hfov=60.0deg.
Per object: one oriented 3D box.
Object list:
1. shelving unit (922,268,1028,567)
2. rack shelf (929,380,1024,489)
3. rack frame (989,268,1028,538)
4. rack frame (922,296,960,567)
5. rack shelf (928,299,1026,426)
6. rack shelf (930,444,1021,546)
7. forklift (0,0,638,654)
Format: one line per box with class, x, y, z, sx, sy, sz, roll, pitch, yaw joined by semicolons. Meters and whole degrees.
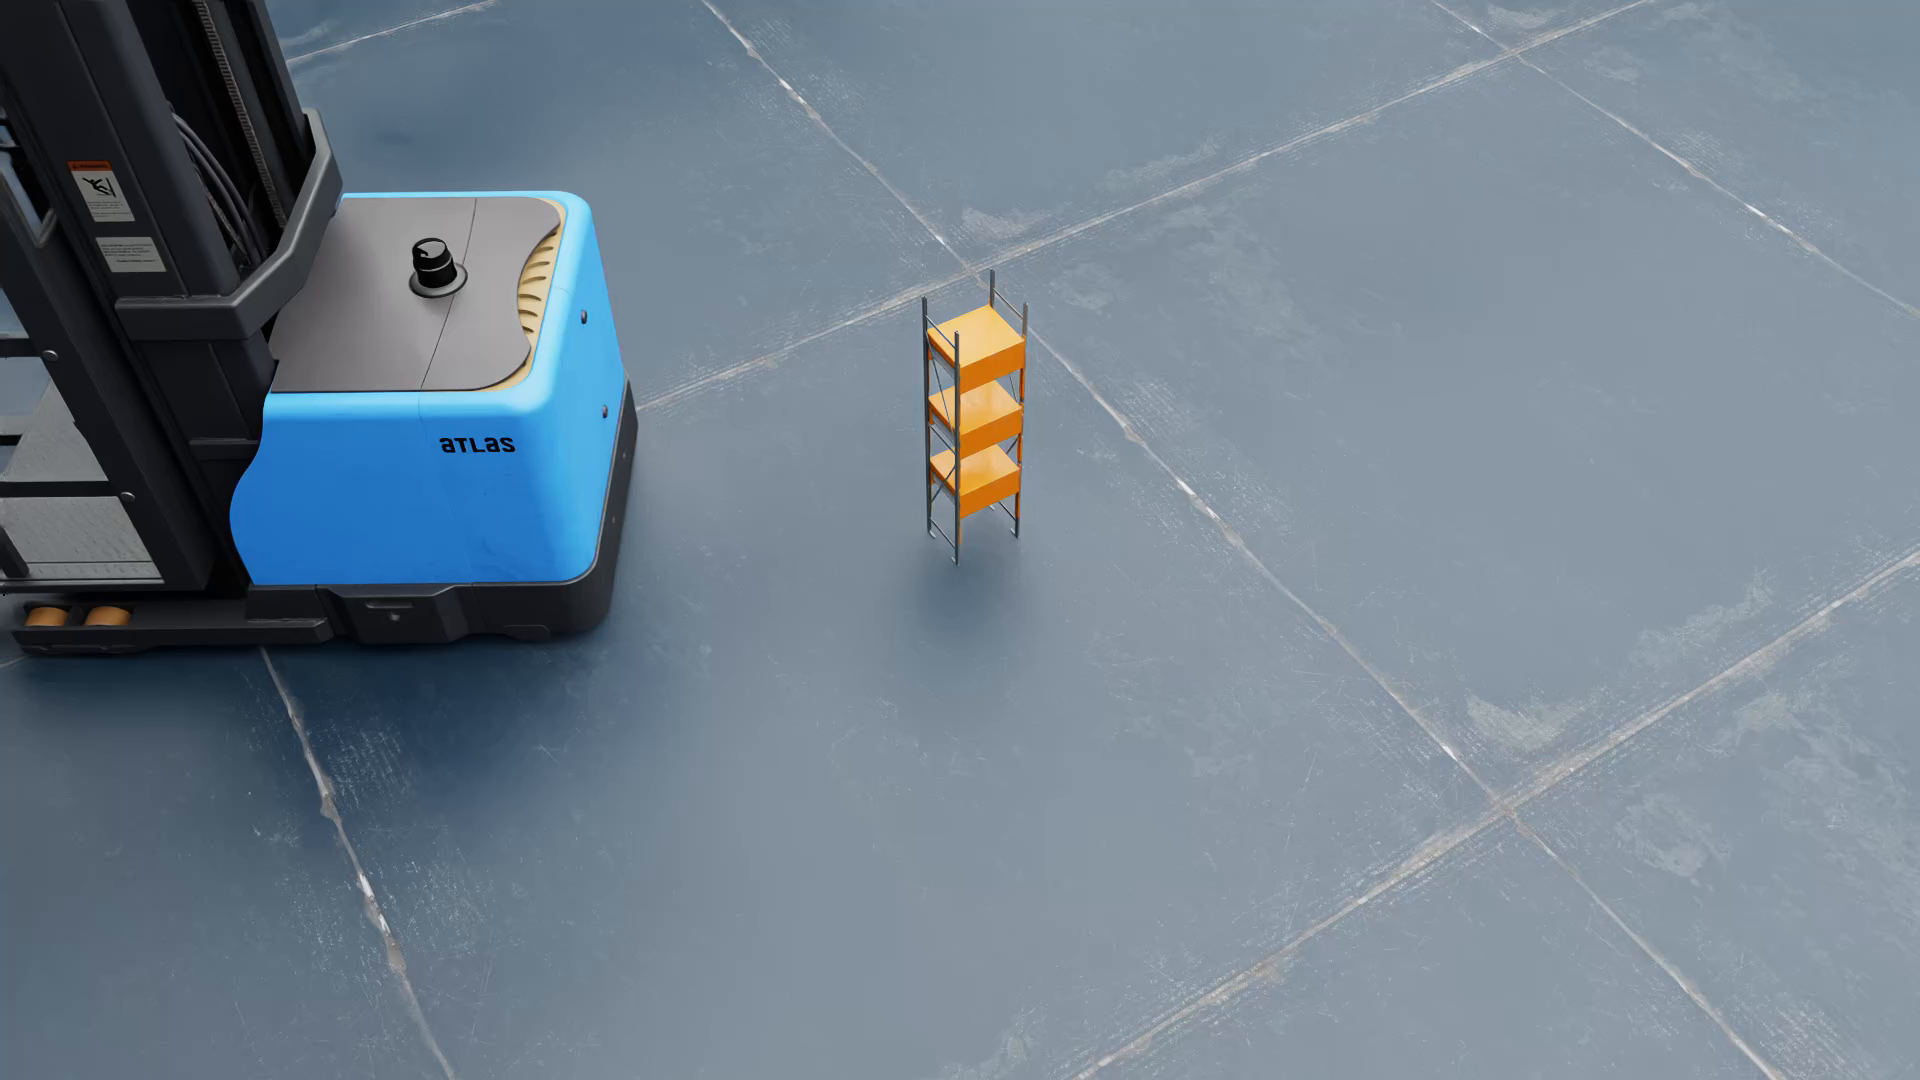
shelving unit;0.045;-0.370;5.377;0.252;1.050;0.215;-25;53;-21
rack shelf;0.045;-0.363;5.385;0.240;0.259;0.215;-25;53;-21
rack frame;0.148;-0.419;5.420;0.008;1.050;0.200;-25;53;-21
rack frame;-0.058;-0.322;5.334;0.008;1.050;0.200;-25;53;-21
rack shelf;0.045;-0.552;5.173;0.240;0.259;0.215;-25;53;-21
rack shelf;0.045;-0.179;5.592;0.240;0.259;0.215;-25;53;-21
forklift;-2.672;-1.003;4.680;3.031;2.935;1.130;-1;48;-1
